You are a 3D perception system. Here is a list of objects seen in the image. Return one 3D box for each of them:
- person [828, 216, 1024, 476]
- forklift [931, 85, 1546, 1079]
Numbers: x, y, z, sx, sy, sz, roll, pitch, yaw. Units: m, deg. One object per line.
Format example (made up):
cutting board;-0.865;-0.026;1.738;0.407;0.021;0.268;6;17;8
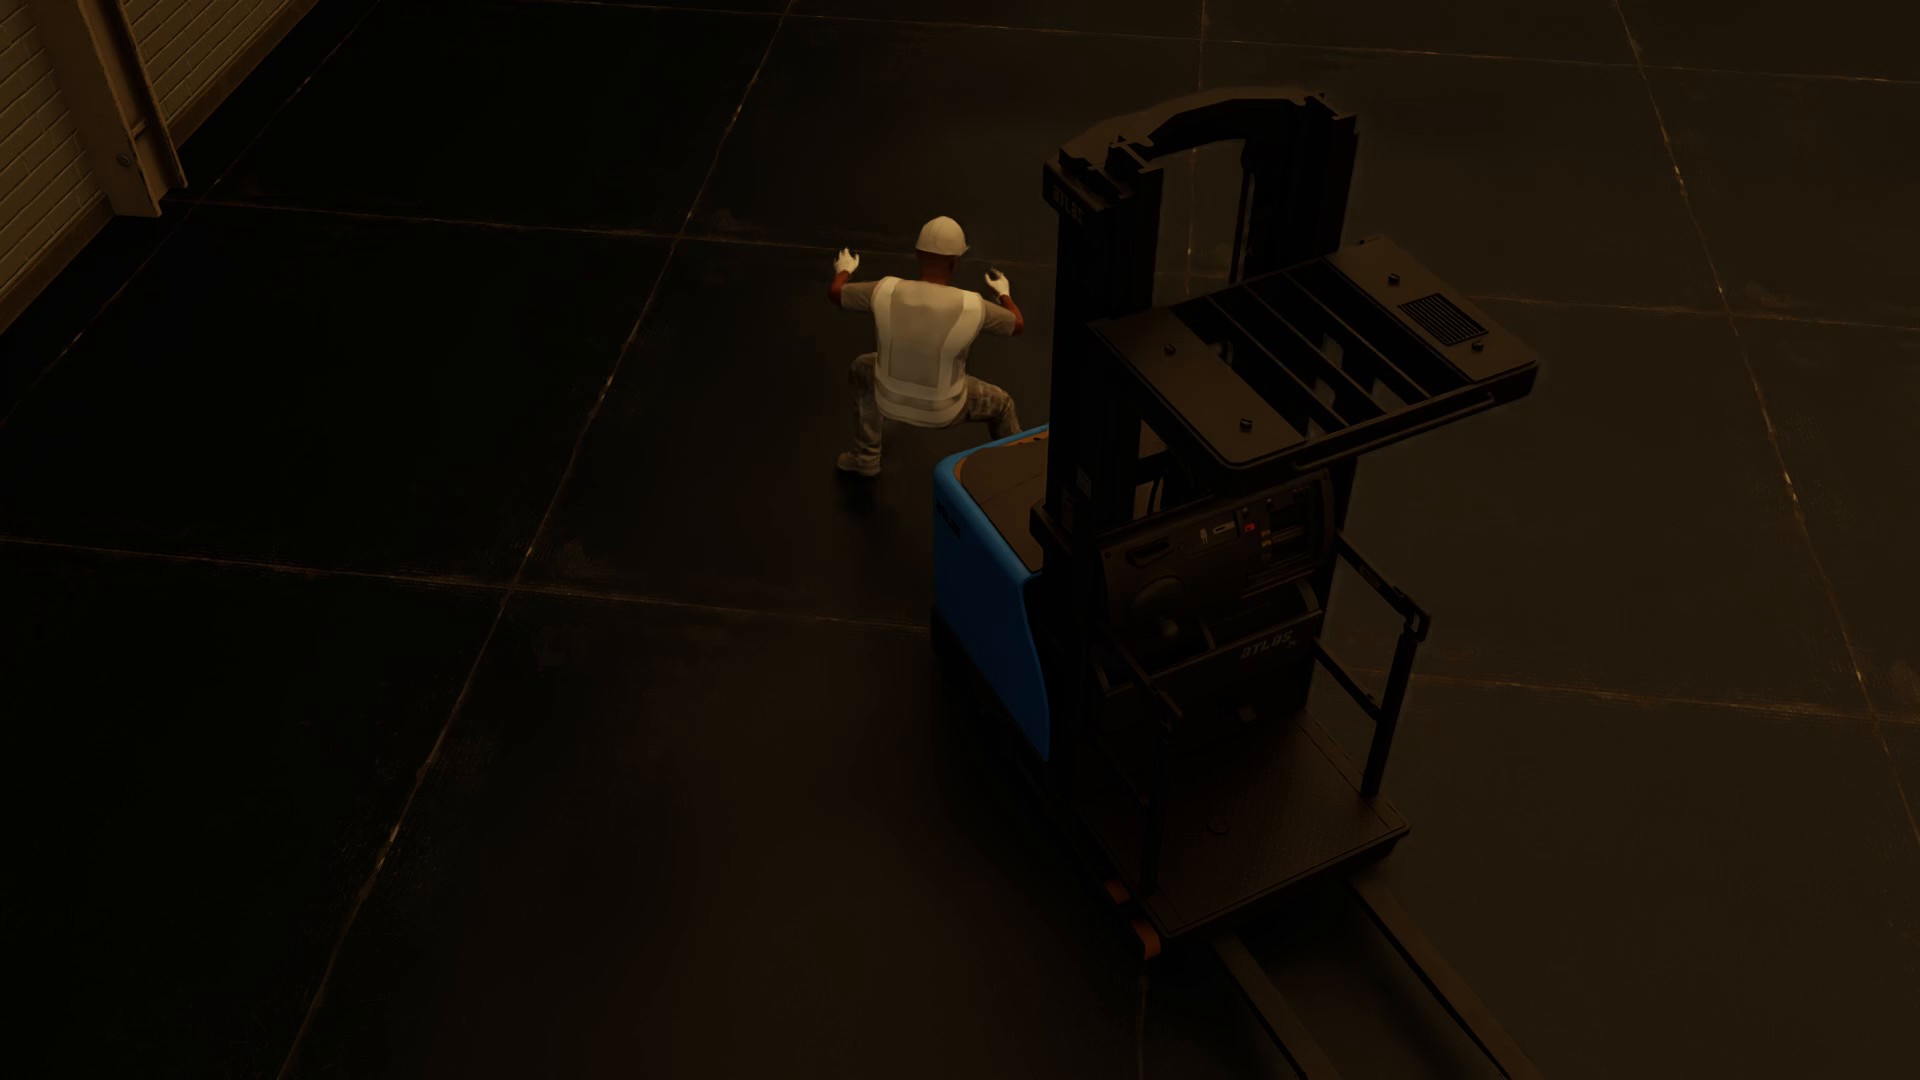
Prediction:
person;-0.118;-0.853;7.680;1.080;1.547;0.760;11;44;11
forklift;0.992;0.133;5.579;1.130;2.935;3.031;-19;46;-20
